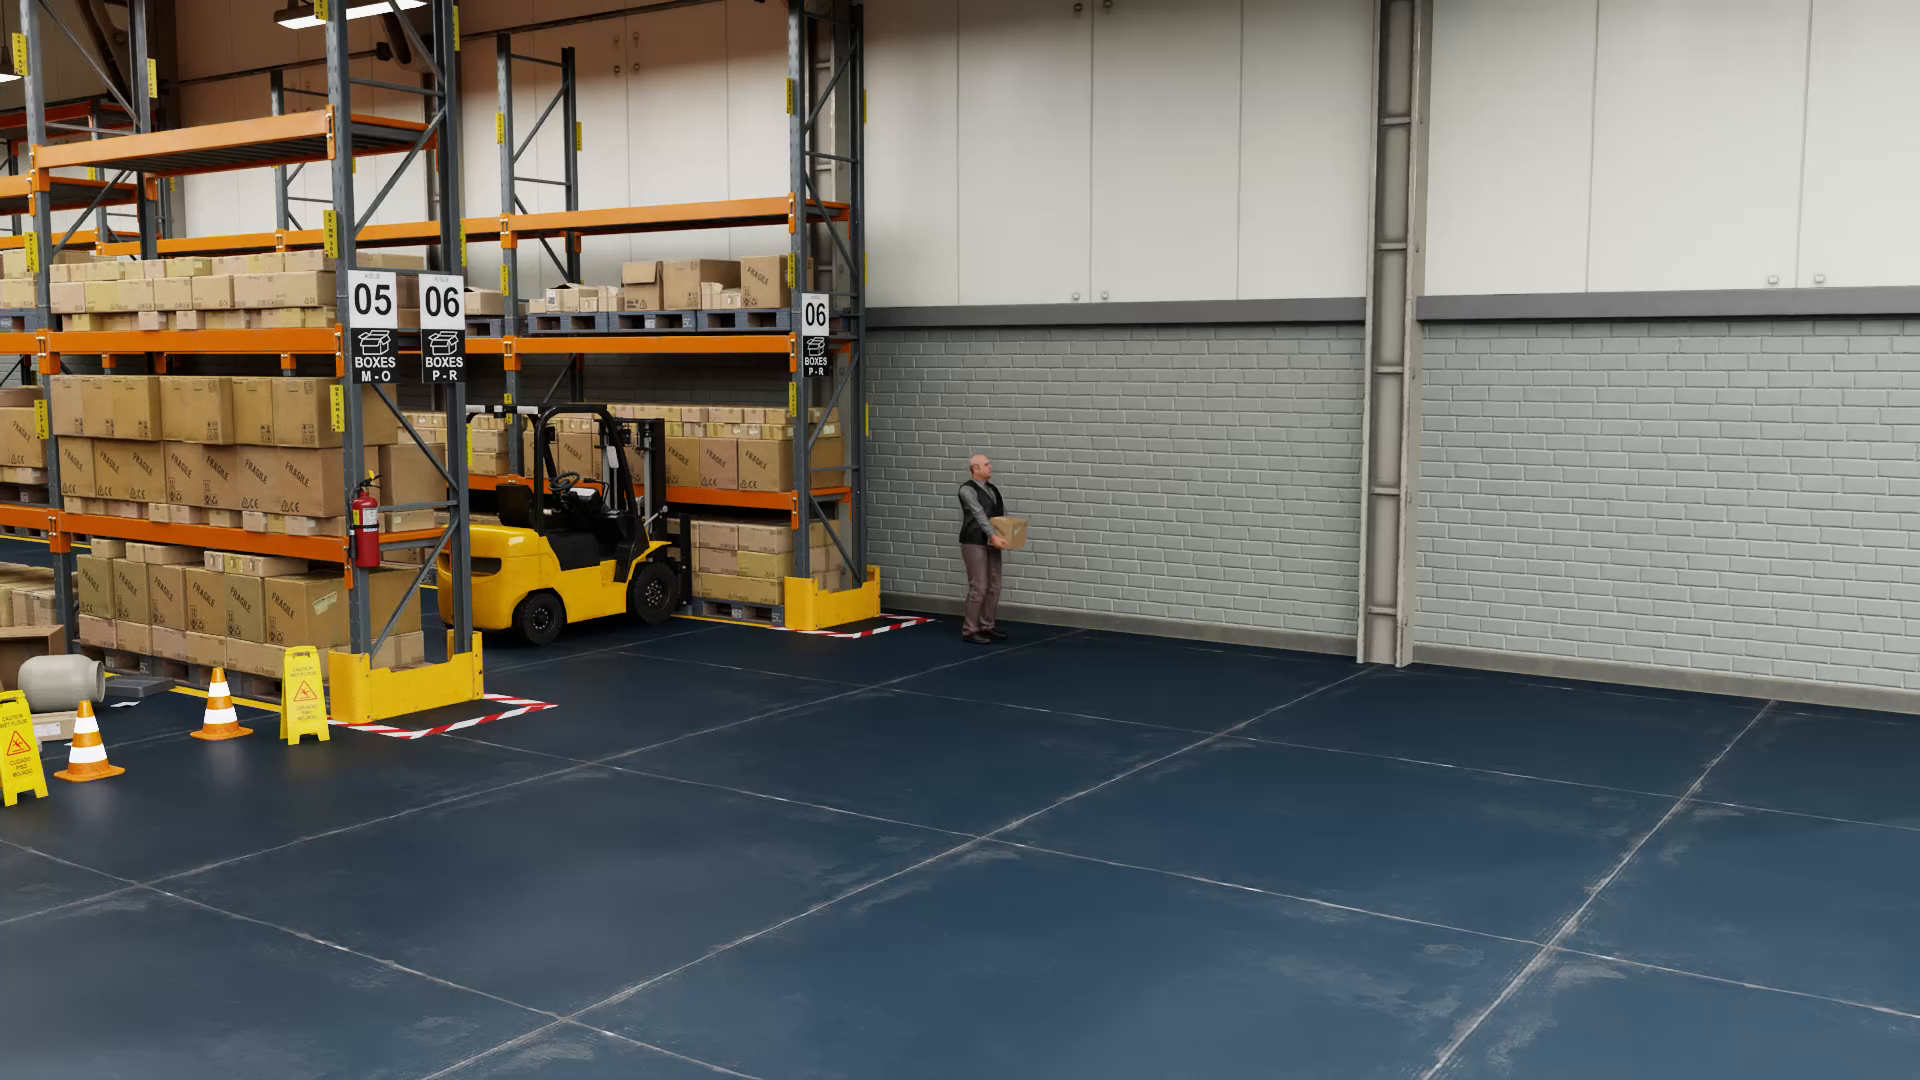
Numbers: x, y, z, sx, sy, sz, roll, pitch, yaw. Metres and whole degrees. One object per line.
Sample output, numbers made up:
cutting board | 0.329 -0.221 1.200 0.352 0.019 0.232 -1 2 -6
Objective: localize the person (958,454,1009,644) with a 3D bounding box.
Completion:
person | 0.292 0.077 15.215 0.556 1.713 0.494 4 8 35
